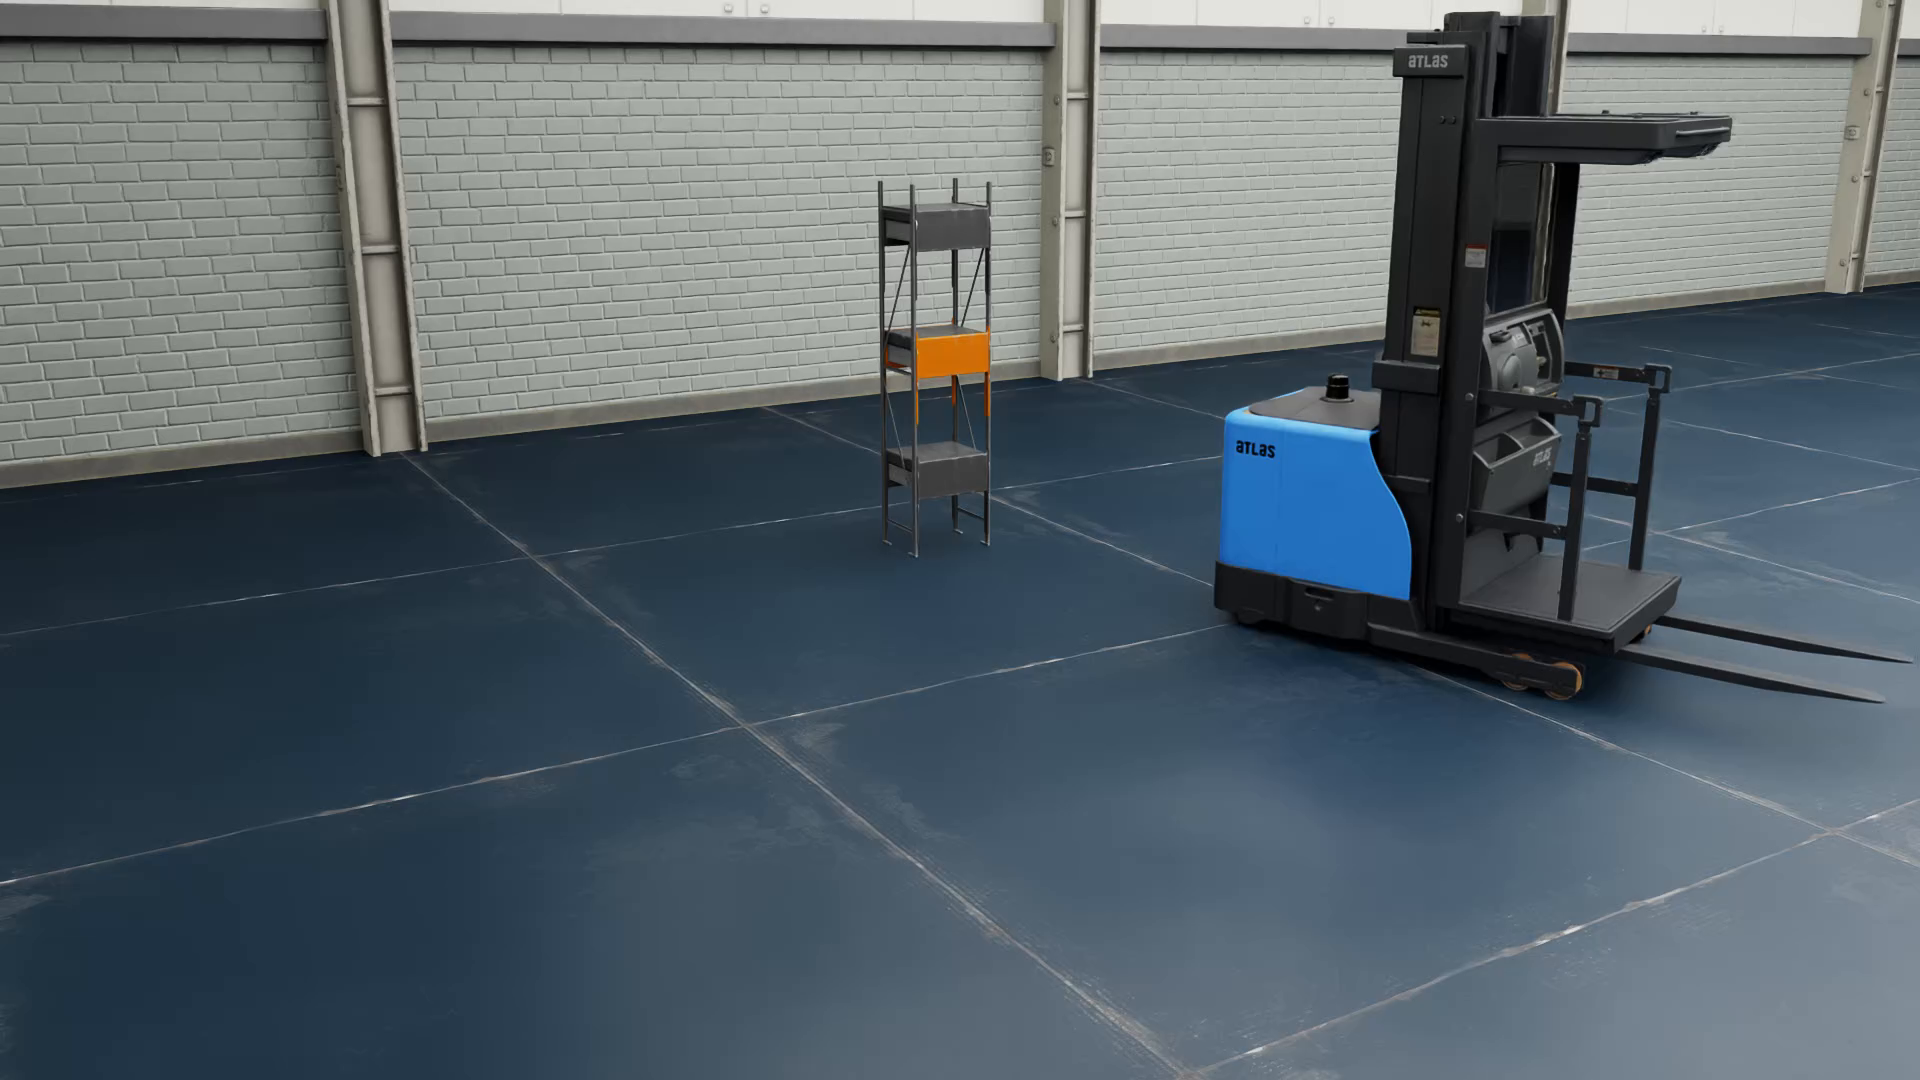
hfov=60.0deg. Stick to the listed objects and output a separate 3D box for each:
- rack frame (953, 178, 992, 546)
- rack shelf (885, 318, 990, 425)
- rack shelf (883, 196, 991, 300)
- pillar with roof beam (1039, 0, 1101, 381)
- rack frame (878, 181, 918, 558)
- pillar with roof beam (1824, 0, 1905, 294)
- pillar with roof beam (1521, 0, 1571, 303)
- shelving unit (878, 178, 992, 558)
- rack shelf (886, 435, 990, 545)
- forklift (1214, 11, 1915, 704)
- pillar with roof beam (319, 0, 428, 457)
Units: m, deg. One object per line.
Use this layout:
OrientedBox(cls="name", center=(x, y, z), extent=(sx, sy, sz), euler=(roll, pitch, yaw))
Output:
OrientedBox(cls="rack frame", center=(0.067, -1.022, 9.665), extent=(0.015, 2.100, 0.400), euler=(-9, 18, -30))
OrientedBox(cls="rack shelf", center=(-0.142, -0.975, 9.548), extent=(0.480, 0.518, 0.431), euler=(-9, 18, -30))
OrientedBox(cls="rack shelf", center=(-0.142, -1.649, 9.359), extent=(0.480, 0.518, 0.431), euler=(-9, 18, -30))
OrientedBox(cls="pillar with roof beam", center=(3.189, -4.839, 10.501), extent=(0.400, 9.000, 9.100), euler=(-9, 18, -30))
OrientedBox(cls="rack frame", center=(-0.351, -0.954, 9.423), extent=(0.015, 2.100, 0.400), euler=(-9, 18, -30))
OrientedBox(cls="pillar with roof beam", center=(13.475, -6.507, 16.451), extent=(0.400, 9.000, 9.100), euler=(-9, 18, -30))
OrientedBox(cls="pillar with roof beam", center=(8.332, -5.673, 13.476), extent=(0.400, 9.000, 9.100), euler=(-9, 18, -30))
OrientedBox(cls="shelving unit", center=(-0.142, -0.988, 9.544), extent=(0.503, 2.100, 0.431), euler=(-9, 18, -30))
OrientedBox(cls="rack shelf", center=(-0.142, -0.301, 9.737), extent=(0.480, 0.518, 0.431), euler=(-9, 18, -30))
OrientedBox(cls="forklift", center=(2.762, -0.862, 7.556), extent=(3.031, 2.935, 1.130), euler=(12, 20, 37))
OrientedBox(cls="pillar with roof beam", center=(-1.954, -4.005, 7.525), extent=(0.400, 9.000, 9.100), euler=(-9, 18, -30))
